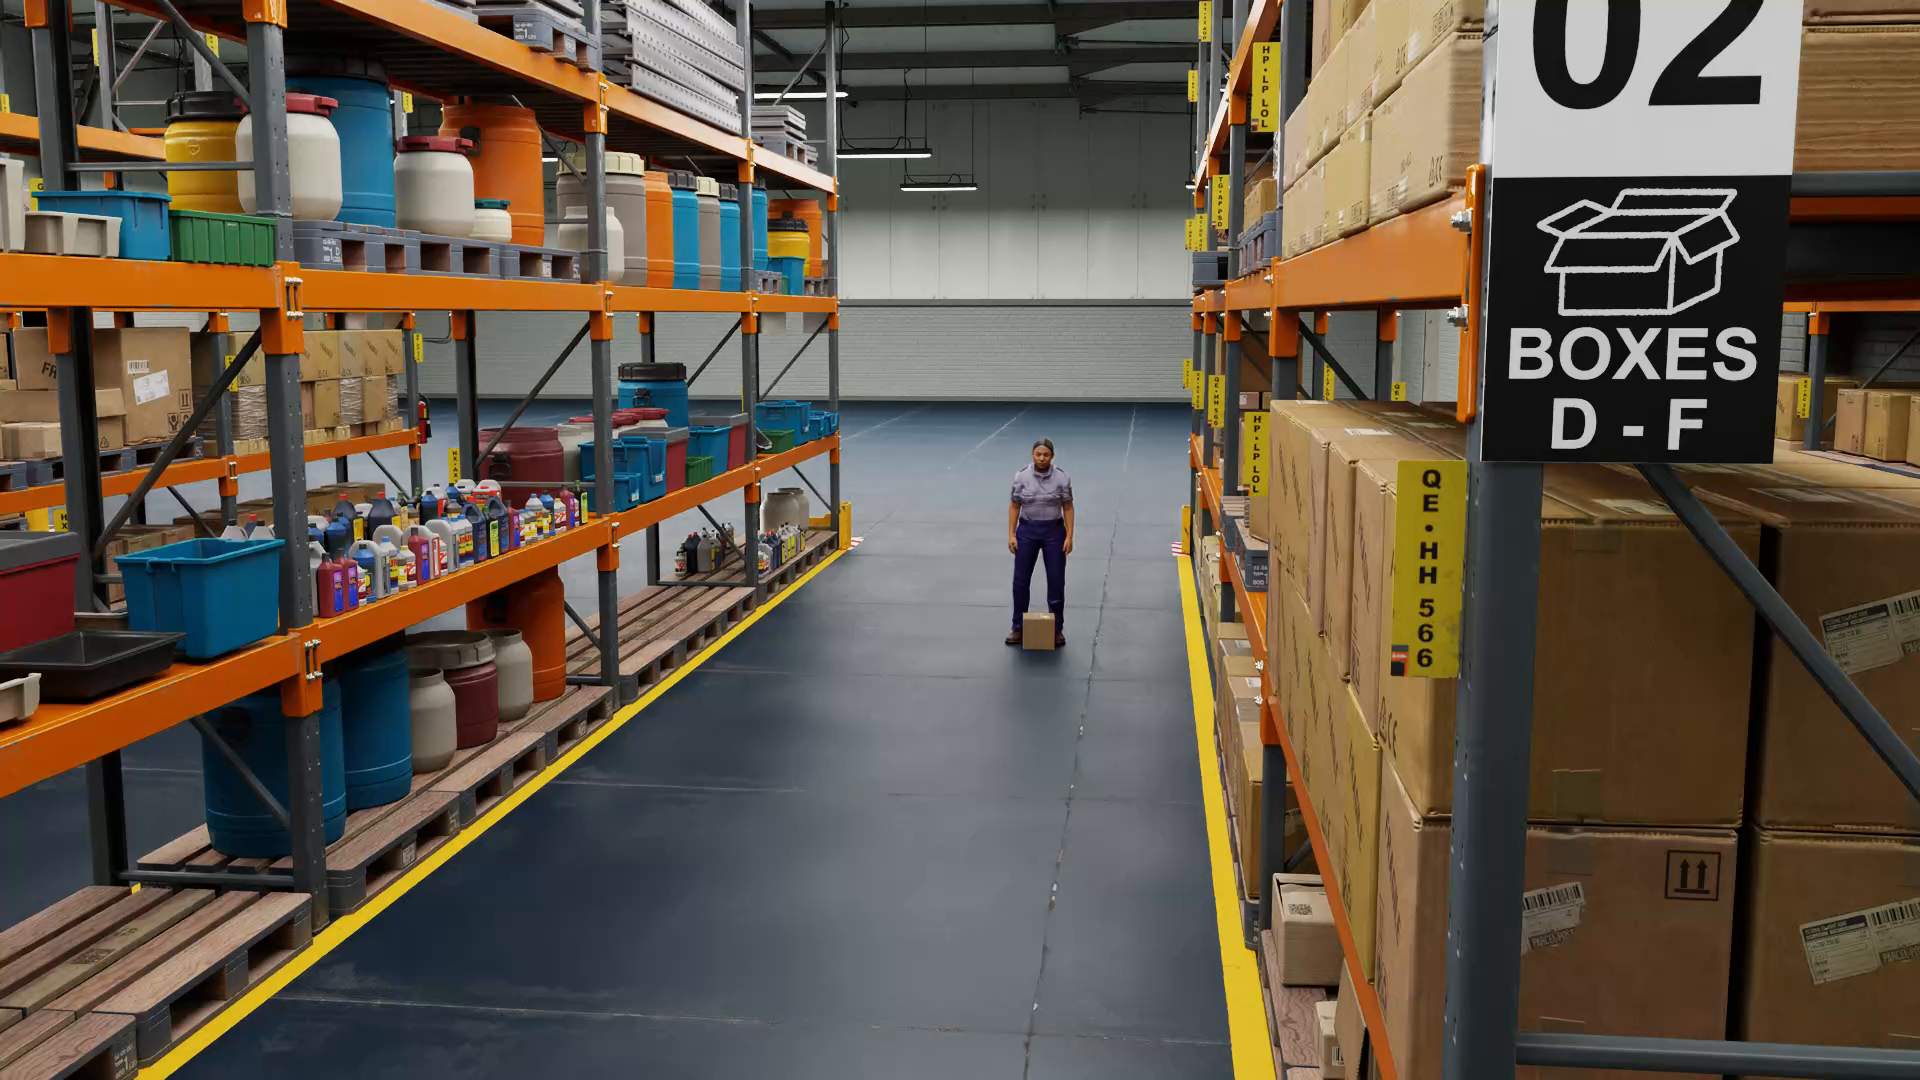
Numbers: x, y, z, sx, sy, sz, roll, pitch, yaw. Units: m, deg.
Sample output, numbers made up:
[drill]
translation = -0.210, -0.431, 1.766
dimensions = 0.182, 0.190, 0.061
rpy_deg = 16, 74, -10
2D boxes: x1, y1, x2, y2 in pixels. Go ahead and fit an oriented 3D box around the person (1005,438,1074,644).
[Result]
[person]
translation = 0.643, -0.002, 13.339
dimensions = 0.538, 1.652, 0.371
rpy_deg = 1, 8, 7
